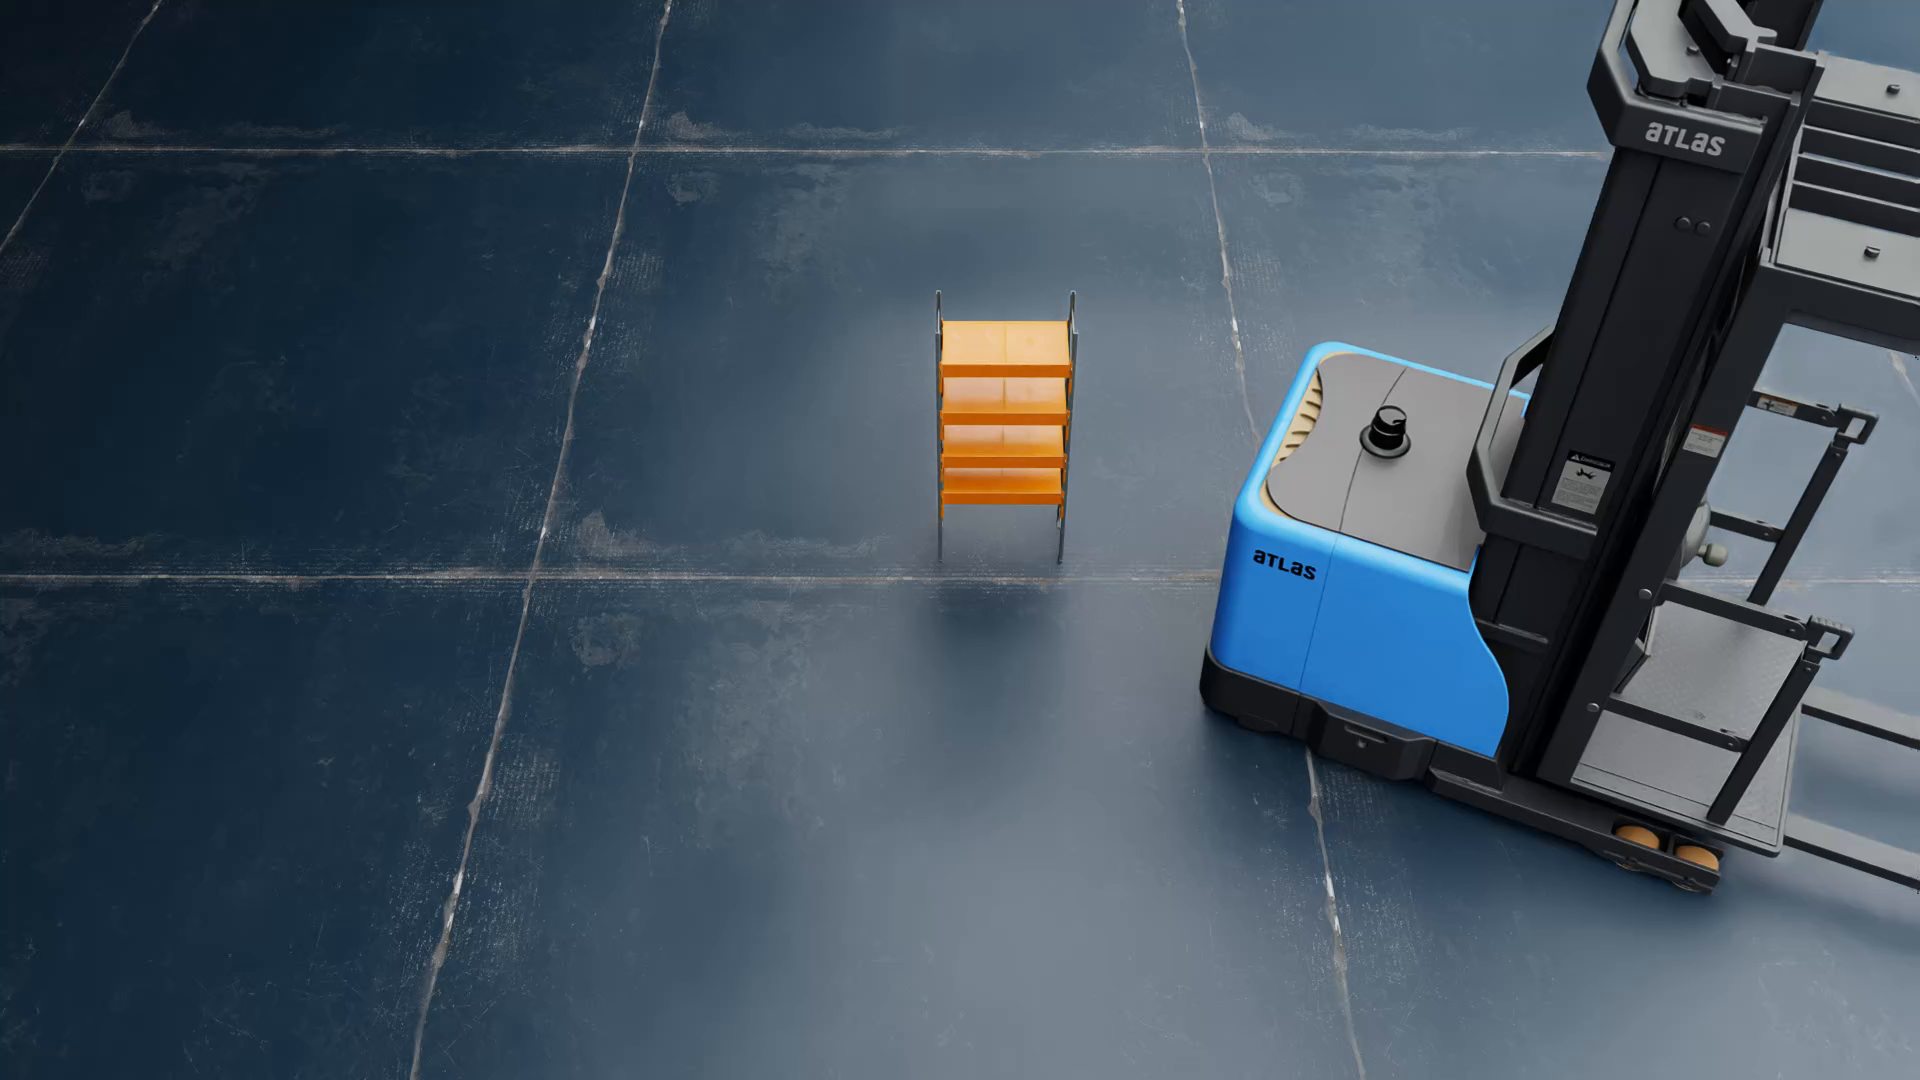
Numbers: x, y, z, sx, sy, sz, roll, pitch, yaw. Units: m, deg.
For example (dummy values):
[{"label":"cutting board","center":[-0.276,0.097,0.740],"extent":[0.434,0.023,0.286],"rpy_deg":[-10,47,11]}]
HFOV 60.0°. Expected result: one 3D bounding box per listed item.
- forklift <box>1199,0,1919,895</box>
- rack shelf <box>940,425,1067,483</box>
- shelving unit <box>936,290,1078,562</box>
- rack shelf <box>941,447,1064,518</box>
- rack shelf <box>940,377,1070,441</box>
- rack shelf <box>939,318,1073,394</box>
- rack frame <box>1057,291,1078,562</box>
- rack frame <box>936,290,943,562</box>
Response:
[{"label":"forklift","center":[2.455,-0.242,5.053],"extent":[3.031,2.935,1.130],"rpy_deg":[18,50,16]},{"label":"rack shelf","center":[0.166,-0.362,6.440],"extent":[0.480,0.148,0.258],"rpy_deg":[0,47,0]},{"label":"shelving unit","center":[0.166,-0.408,6.391],"extent":[0.503,1.200,0.258],"rpy_deg":[0,47,0]},{"label":"rack shelf","center":[0.166,-0.227,6.586],"extent":[0.480,0.148,0.258],"rpy_deg":[0,47,0]},{"label":"rack shelf","center":[0.166,-0.515,6.277],"extent":[0.480,0.148,0.258],"rpy_deg":[0,47,0]},{"label":"rack shelf","center":[0.166,-0.676,6.104],"extent":[0.480,0.148,0.258],"rpy_deg":[0,47,0]},{"label":"rack frame","center":[0.410,-0.408,6.391],"extent":[0.015,1.200,0.240],"rpy_deg":[0,47,0]},{"label":"rack frame","center":[-0.078,-0.409,6.392],"extent":[0.015,1.200,0.240],"rpy_deg":[0,47,0]}]
